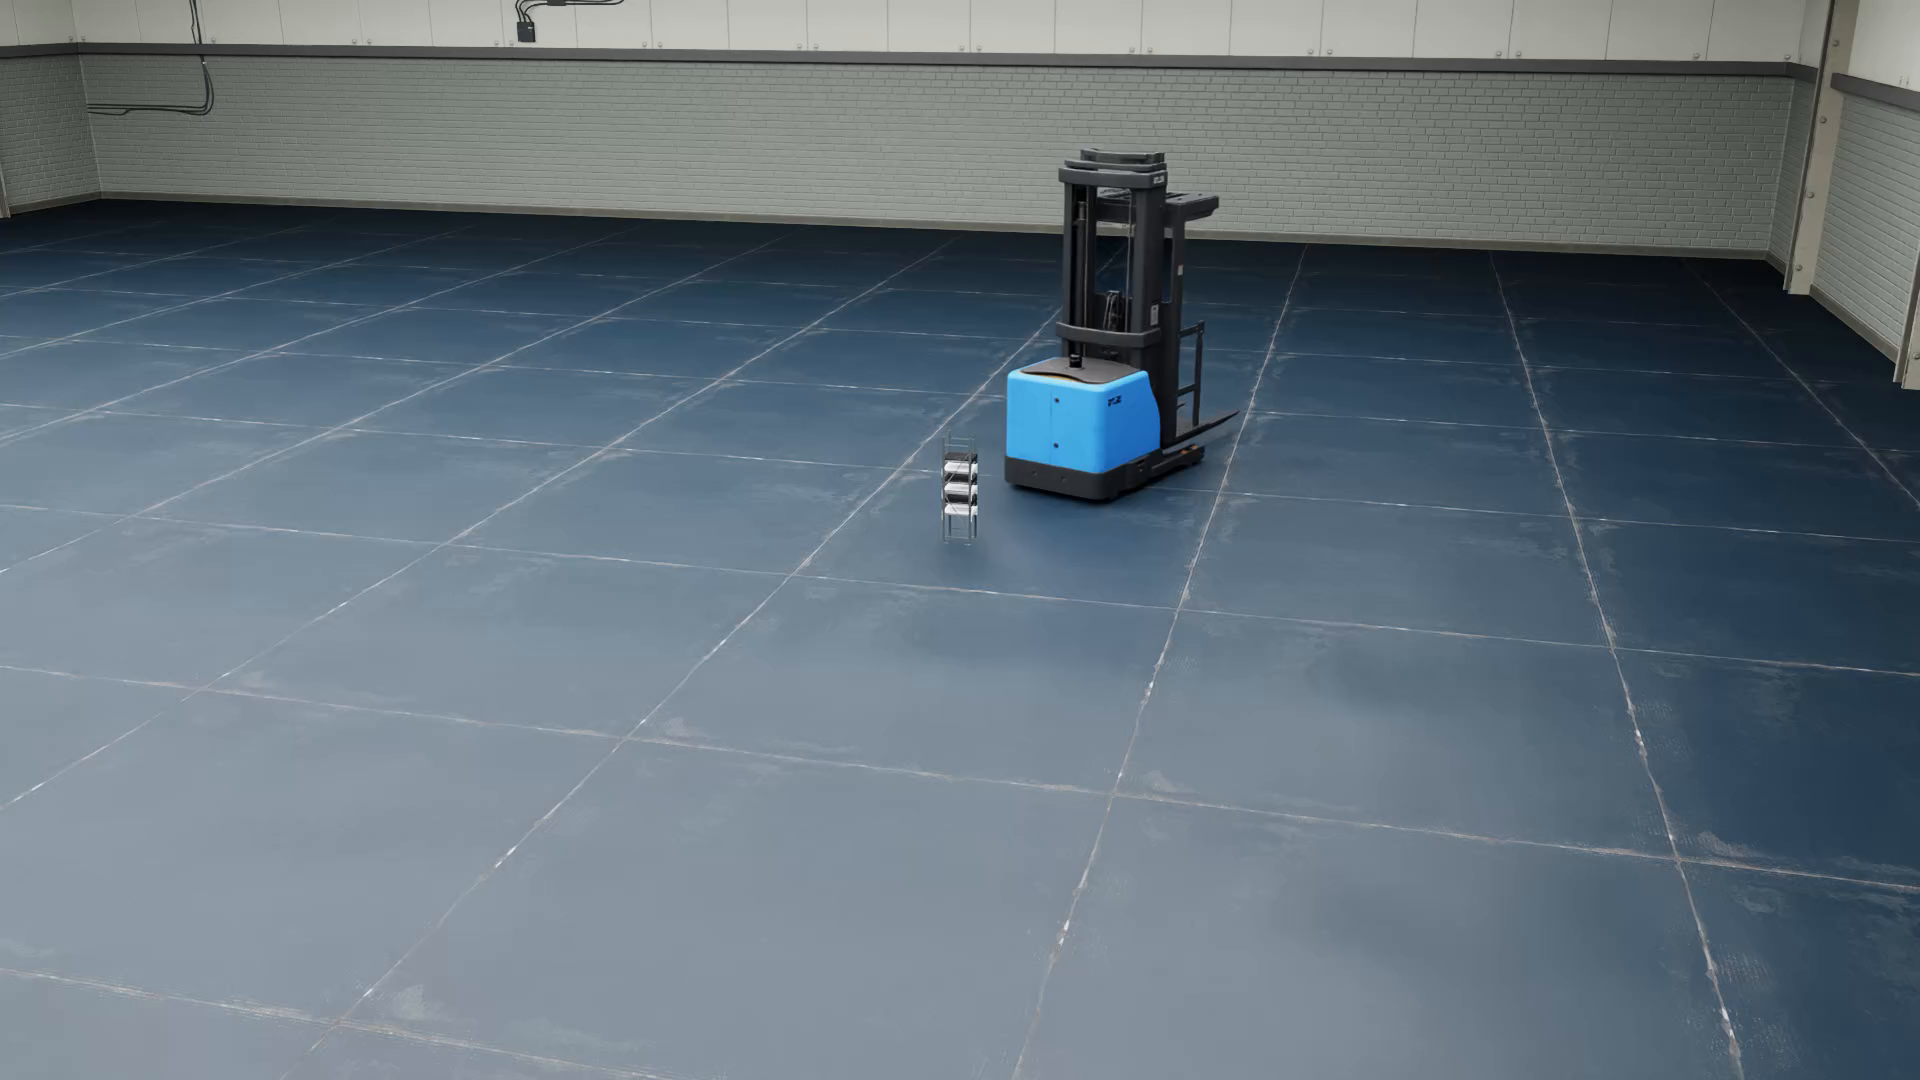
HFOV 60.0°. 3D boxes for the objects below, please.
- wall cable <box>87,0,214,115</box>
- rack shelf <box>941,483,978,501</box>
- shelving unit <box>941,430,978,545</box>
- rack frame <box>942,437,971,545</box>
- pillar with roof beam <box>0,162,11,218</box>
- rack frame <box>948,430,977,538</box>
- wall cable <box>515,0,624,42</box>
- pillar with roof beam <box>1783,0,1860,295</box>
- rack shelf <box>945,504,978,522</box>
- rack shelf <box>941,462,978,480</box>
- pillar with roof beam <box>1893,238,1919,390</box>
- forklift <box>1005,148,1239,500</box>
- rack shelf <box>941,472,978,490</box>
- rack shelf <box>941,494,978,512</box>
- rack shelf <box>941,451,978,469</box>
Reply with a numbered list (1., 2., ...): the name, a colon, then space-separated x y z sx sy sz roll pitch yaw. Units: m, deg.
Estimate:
1. wall cable: -16.308 -9.722 33.032 3.097 2.526 0.112 5 19 13
2. rack shelf: -0.002 -0.392 13.545 0.258 0.077 0.200 5 19 13
3. shelving unit: -0.002 -0.423 13.535 0.258 0.900 0.210 5 19 13
4. rack frame: -0.027 -0.391 13.441 0.240 0.900 0.006 5 19 13
5. pillar with roof beam: -14.136 -10.032 29.137 9.100 9.000 0.400 5 19 13
6. rack frame: 0.023 -0.455 13.628 0.240 0.900 0.006 5 19 13
7. wall cable: -7.107 -12.046 29.771 2.305 6.003 0.169 5 19 13
8. pillar with roof beam: 8.060 -8.225 23.845 9.100 9.000 0.400 5 19 13
9. rack shelf: -0.002 -0.221 13.604 0.258 0.077 0.200 5 19 13
10. rack shelf: -0.002 -0.562 13.487 0.258 0.077 0.200 5 19 13
11. pillar with roof beam: 6.594 -6.344 18.339 9.100 9.000 0.400 5 19 13
12. forklift: 1.674 -2.151 15.452 1.130 2.935 3.031 13 23 34
13. rack shelf: -0.002 -0.477 13.516 0.258 0.077 0.200 5 19 13
14. rack shelf: -0.002 -0.307 13.575 0.258 0.077 0.200 5 19 13
15. rack shelf: -0.002 -0.647 13.458 0.258 0.077 0.200 5 19 13
